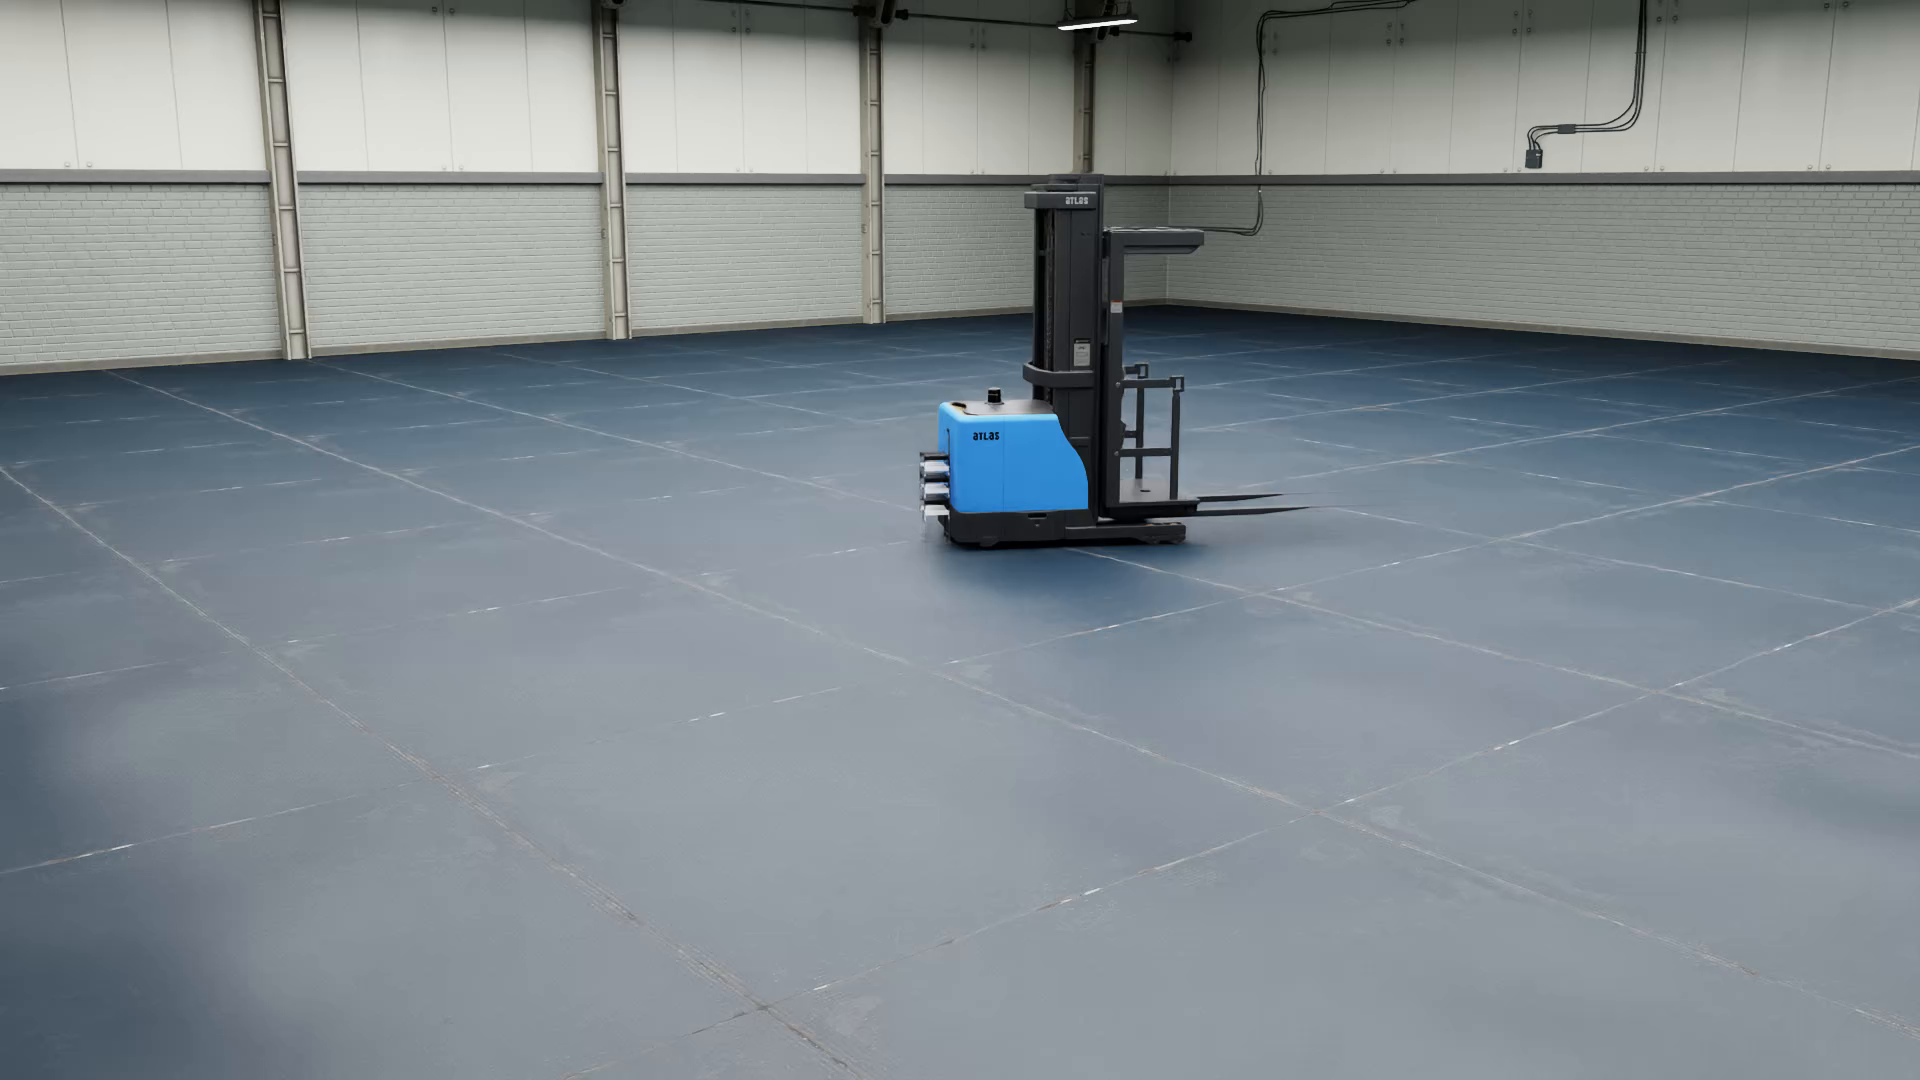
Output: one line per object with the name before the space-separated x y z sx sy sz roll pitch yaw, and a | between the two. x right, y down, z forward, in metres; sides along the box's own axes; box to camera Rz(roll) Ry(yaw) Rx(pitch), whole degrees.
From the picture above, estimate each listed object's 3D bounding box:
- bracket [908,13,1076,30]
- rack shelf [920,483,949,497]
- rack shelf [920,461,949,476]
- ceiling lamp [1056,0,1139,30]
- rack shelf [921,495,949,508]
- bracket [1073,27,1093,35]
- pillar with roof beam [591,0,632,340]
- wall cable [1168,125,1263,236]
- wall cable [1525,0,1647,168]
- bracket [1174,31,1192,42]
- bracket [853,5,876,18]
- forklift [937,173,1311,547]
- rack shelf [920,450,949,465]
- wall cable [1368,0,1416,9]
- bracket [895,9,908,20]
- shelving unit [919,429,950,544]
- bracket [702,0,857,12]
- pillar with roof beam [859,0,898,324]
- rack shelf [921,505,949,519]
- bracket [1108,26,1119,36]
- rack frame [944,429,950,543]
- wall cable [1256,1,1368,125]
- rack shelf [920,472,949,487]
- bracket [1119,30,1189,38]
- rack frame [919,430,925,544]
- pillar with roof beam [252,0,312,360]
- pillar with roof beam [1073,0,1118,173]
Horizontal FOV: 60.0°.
bracket | 0.739 -11.125 35.688 4.783 0.066 0.076 -9 15 -38
rack shelf | -0.208 -0.401 13.511 0.200 0.077 0.258 -2 12 -10
rack shelf | -0.208 -0.577 13.474 0.200 0.077 0.258 -2 12 -10
ceiling lamp | 2.803 -11.393 31.566 0.800 3.185 2.000 -9 15 -38
rack shelf | -0.208 -0.313 13.530 0.200 0.077 0.258 -2 12 -10
bracket | 2.751 -11.459 37.262 0.430 0.232 0.235 -9 15 -38
pillar with roof beam | -3.828 -7.554 27.540 0.548 9.000 9.100 -9 15 -38
wall cable | 5.980 -8.458 39.274 0.112 2.526 3.097 -9 15 -38
wall cable | 11.898 -10.099 31.337 0.169 6.003 2.305 -9 15 -38
bracket | 5.250 -11.874 39.218 0.430 0.232 0.235 -9 15 -38
bracket | -1.934 -10.680 33.596 0.430 0.232 0.235 -9 15 -38
forklift | 1.377 -1.501 13.643 3.031 2.935 1.130 -2 12 -10
rack shelf | -0.208 -0.665 13.455 0.200 0.077 0.258 -2 12 -10
wall cable | 9.603 -12.213 33.847 0.112 2.526 3.097 -9 15 -38
bracket | -1.286 -10.788 34.103 0.430 0.232 0.235 -9 15 -38
shelving unit | -0.208 -0.434 13.504 0.210 0.900 0.258 -2 12 -10
bracket | -3.946 -10.346 32.021 4.783 0.066 0.076 -9 15 -38
pillar with roof beam | 0.857 -8.333 31.206 0.548 9.000 9.100 -9 15 -38
rack shelf | -0.208 -0.225 13.549 0.200 0.077 0.258 -2 12 -10
bracket | 3.399 -11.567 37.770 0.430 0.232 0.235 -9 15 -38
rack frame | -0.108 -0.437 13.522 0.006 0.900 0.240 -2 12 -10
wall cable | 7.670 -10.490 36.683 0.112 2.526 3.097 -9 15 -38
rack shelf | -0.208 -0.489 13.492 0.200 0.077 0.258 -2 12 -10
bracket | 4.789 -11.797 38.857 3.189 0.066 0.076 -9 15 -38
rack frame | -0.308 -0.430 13.486 0.006 0.900 0.240 -2 12 -10
pillar with roof beam | -8.513 -6.776 23.873 0.400 9.000 9.100 -9 15 -38
pillar with roof beam | 5.543 -9.111 34.873 0.548 9.000 9.100 -9 15 -38
